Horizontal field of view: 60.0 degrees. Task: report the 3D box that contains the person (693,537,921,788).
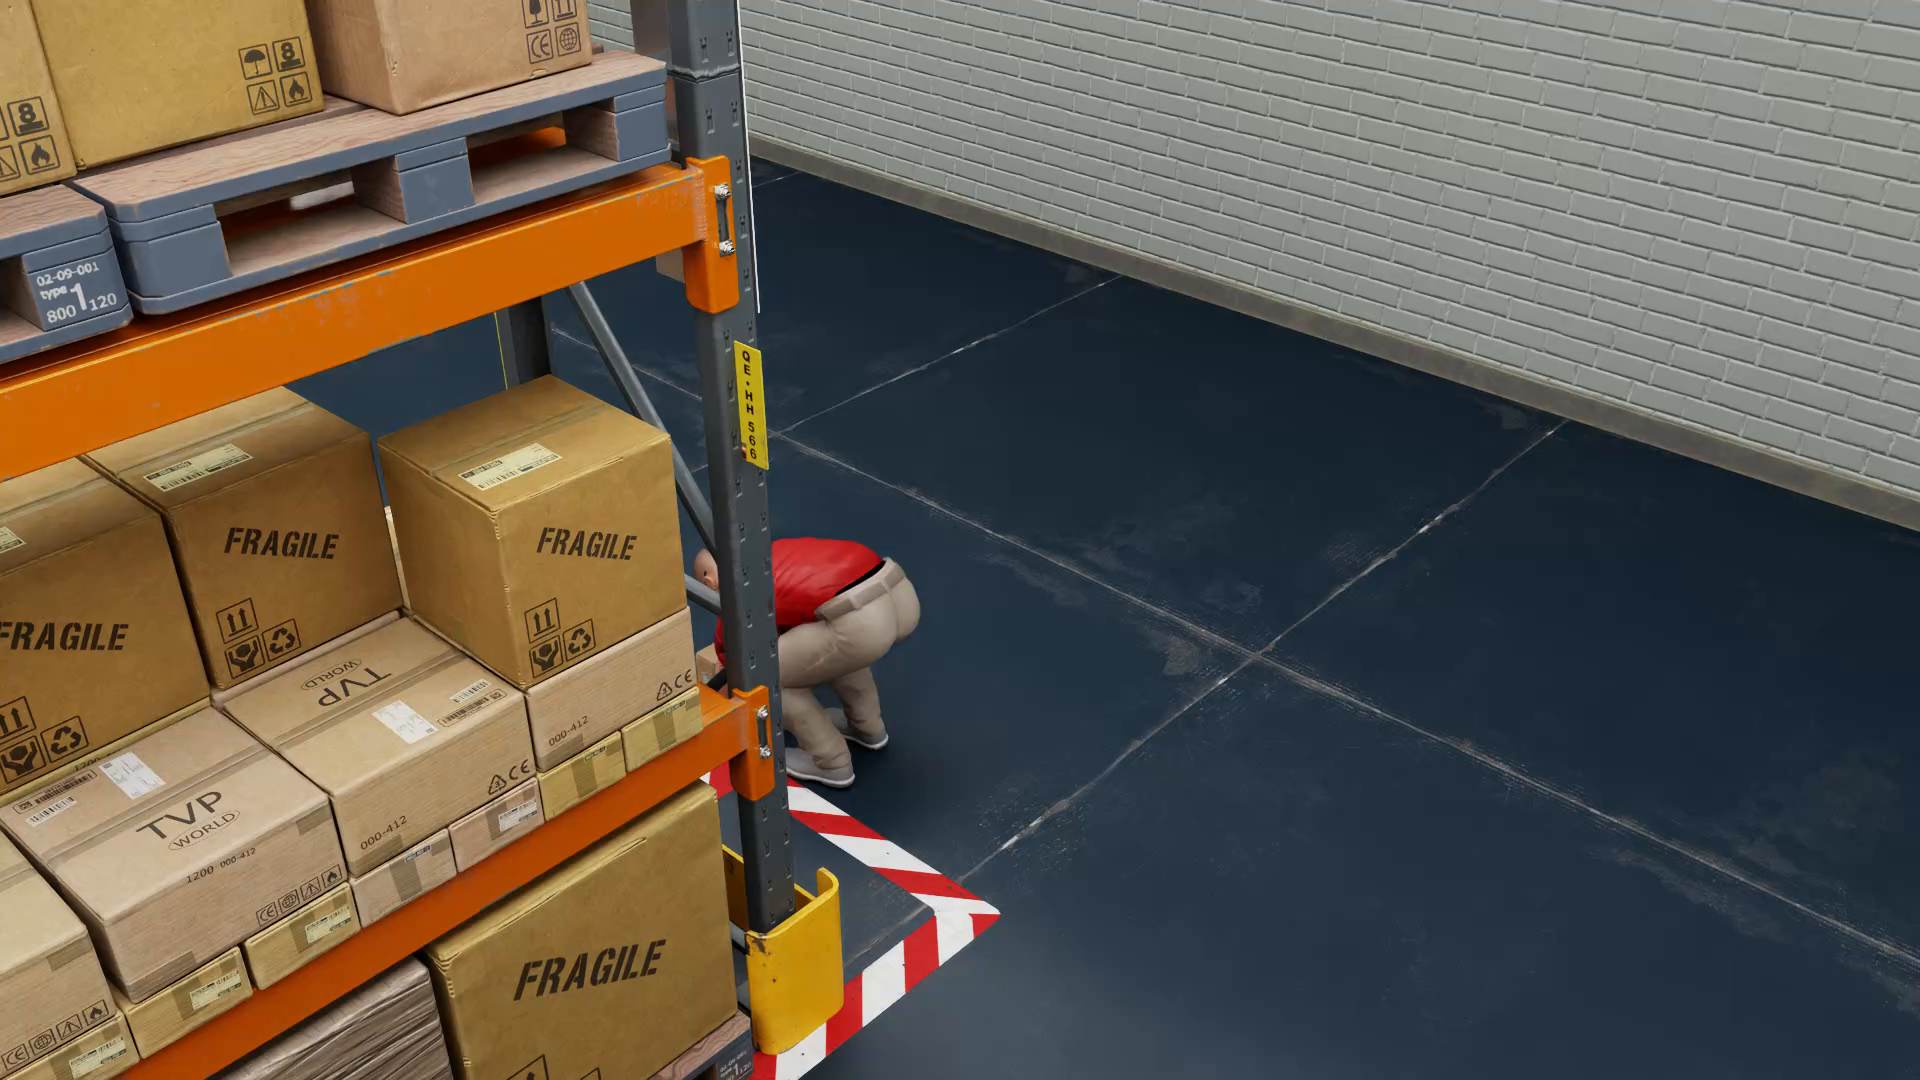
[{"bbox_3d":[-0.610,0.398,6.285,0.955,0.907,0.533,18,36,27],"label":"person"}]
